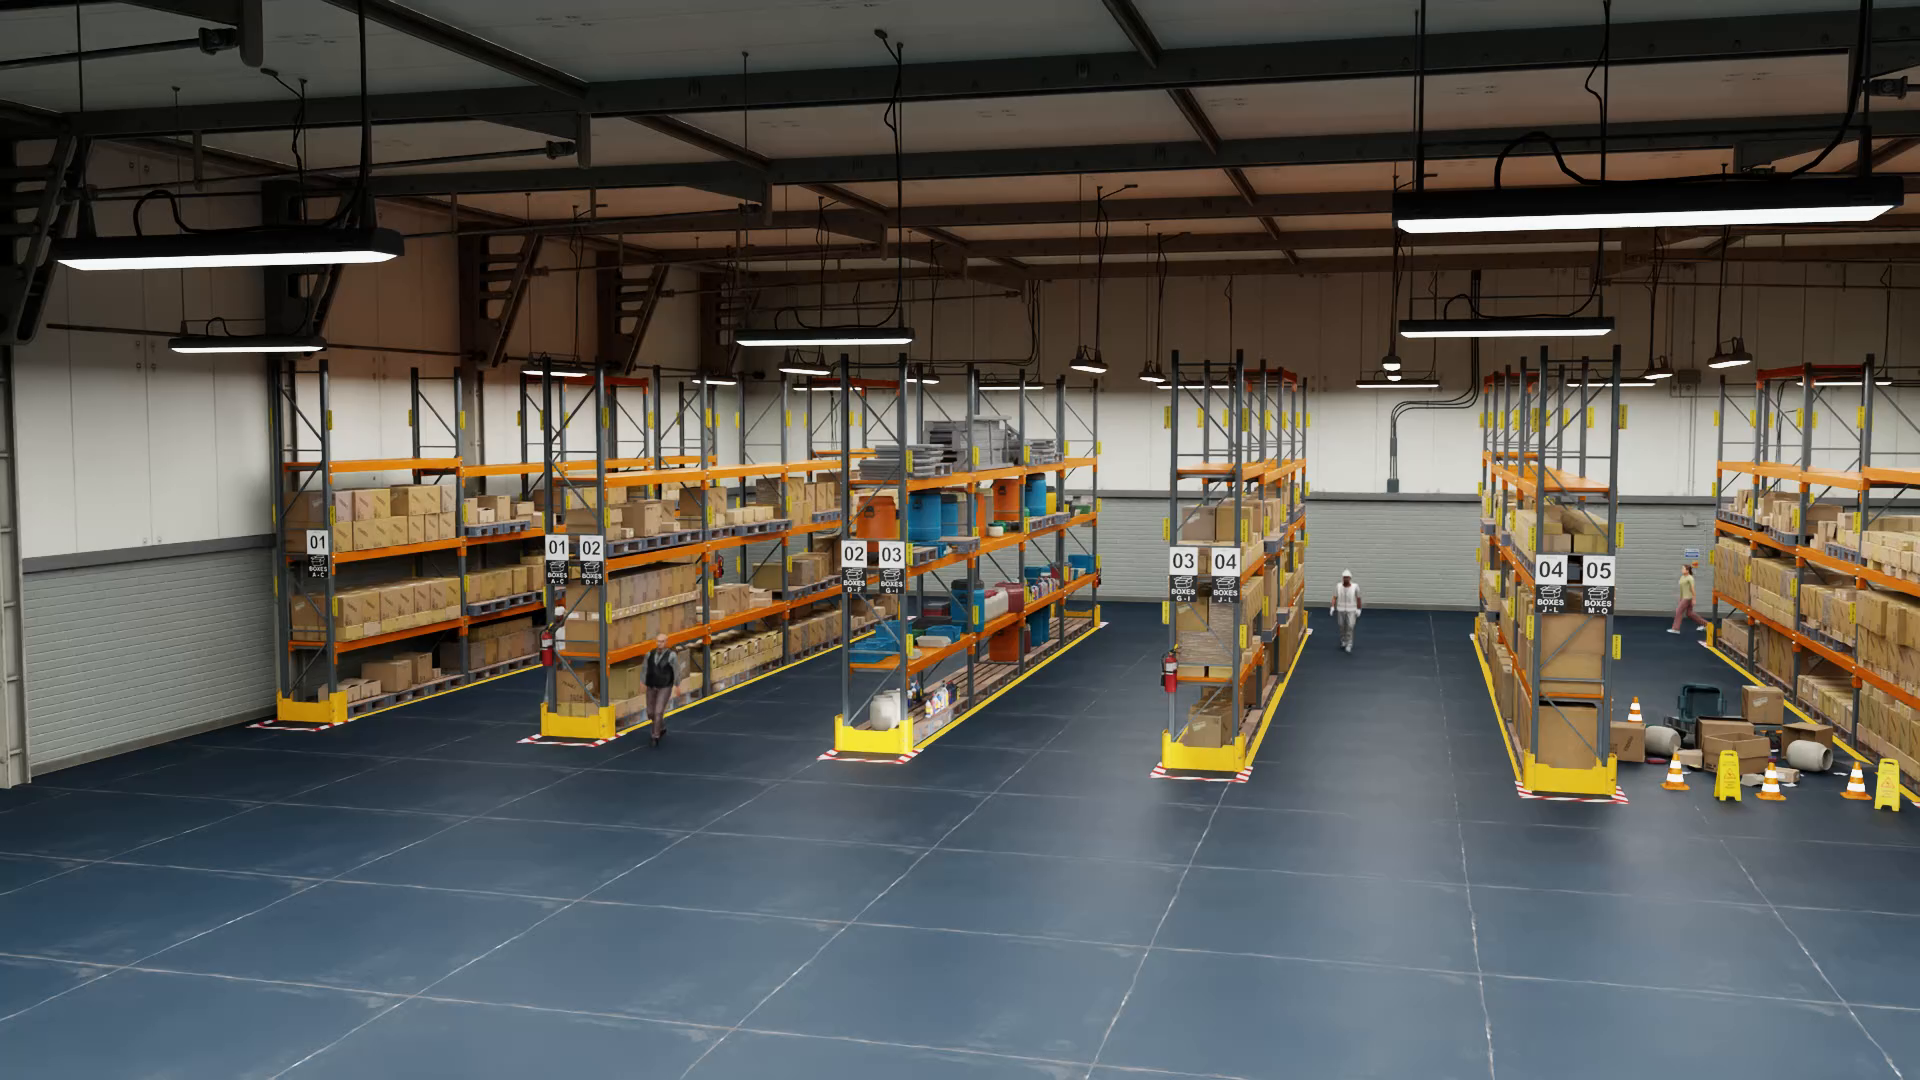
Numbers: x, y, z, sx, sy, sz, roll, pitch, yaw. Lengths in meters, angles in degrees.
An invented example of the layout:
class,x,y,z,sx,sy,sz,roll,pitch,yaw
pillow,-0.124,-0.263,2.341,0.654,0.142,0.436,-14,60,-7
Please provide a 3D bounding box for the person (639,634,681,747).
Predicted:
class,x,y,z,sx,sy,sz,roll,pitch,yaw
person,-4.672,2.311,25.825,0.610,1.715,0.753,1,4,11

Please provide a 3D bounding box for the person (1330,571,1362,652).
class,x,y,z,sx,sy,sz,roll,pitch,yaw
person,8.365,1.526,36.049,0.641,1.722,1.065,1,4,18

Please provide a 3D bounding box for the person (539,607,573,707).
class,x,y,z,sx,sy,sz,roll,pitch,yaw
person,-6.998,2.026,29.085,0.584,1.712,0.989,0,4,2

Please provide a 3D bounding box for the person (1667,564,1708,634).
class,x,y,z,sx,sy,sz,roll,pitch,yaw
person,17.077,1.376,38.978,0.967,1.633,0.437,1,4,9
